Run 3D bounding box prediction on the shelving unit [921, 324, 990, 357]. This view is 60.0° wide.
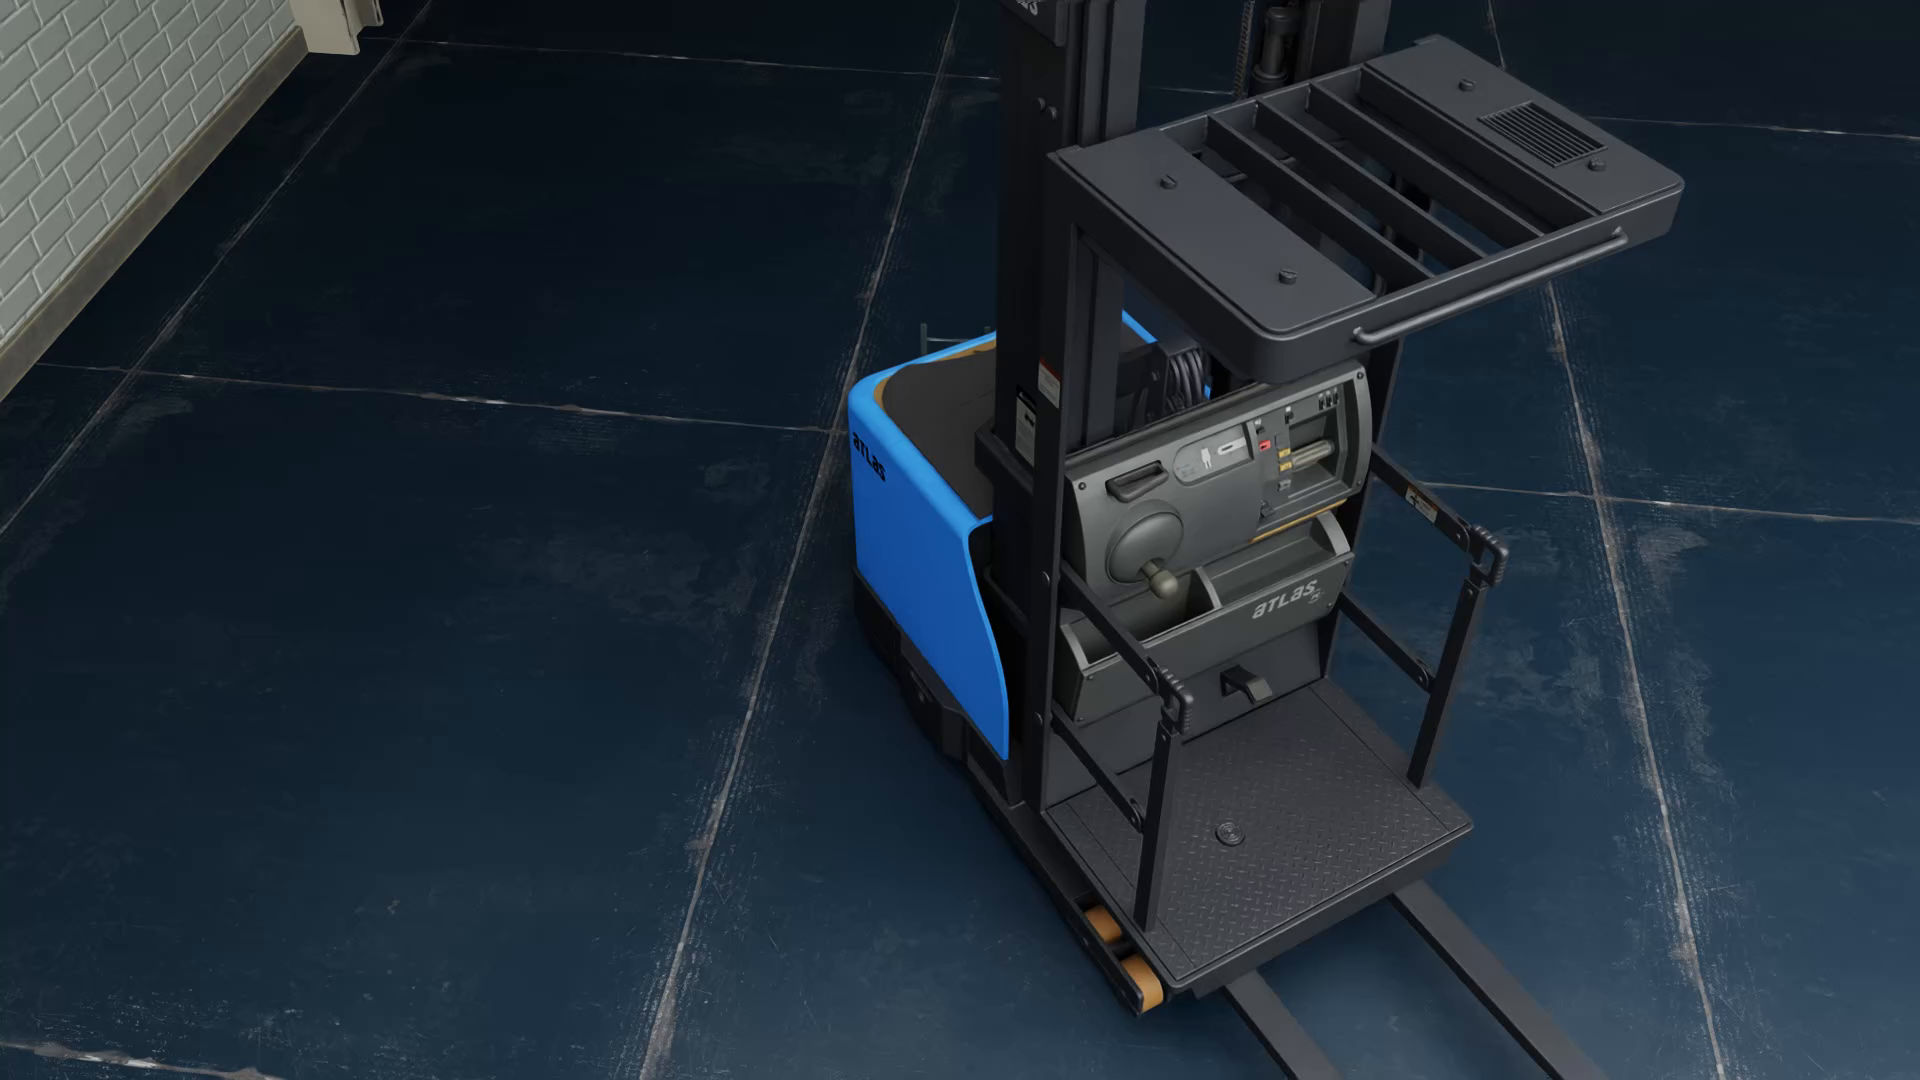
[{"bbox_3d":[-0.024,-0.341,5.955,0.258,0.900,0.210,3,44,3],"label":"shelving unit"}]

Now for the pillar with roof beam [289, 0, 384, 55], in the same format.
[{"bbox_3d":[0.863,-5.659,5.682,9.100,9.000,0.400,5,44,6],"label":"pillar with roof beam"}]

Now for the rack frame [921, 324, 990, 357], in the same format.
[{"bbox_3d":[-0.016,-0.410,6.029,0.240,0.900,0.006,3,44,3],"label":"rack frame"}]

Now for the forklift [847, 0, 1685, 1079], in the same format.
[{"bbox_3d":[0.803,-0.069,4.191,1.130,2.935,3.031,-22,48,-21],"label":"forklift"}]
